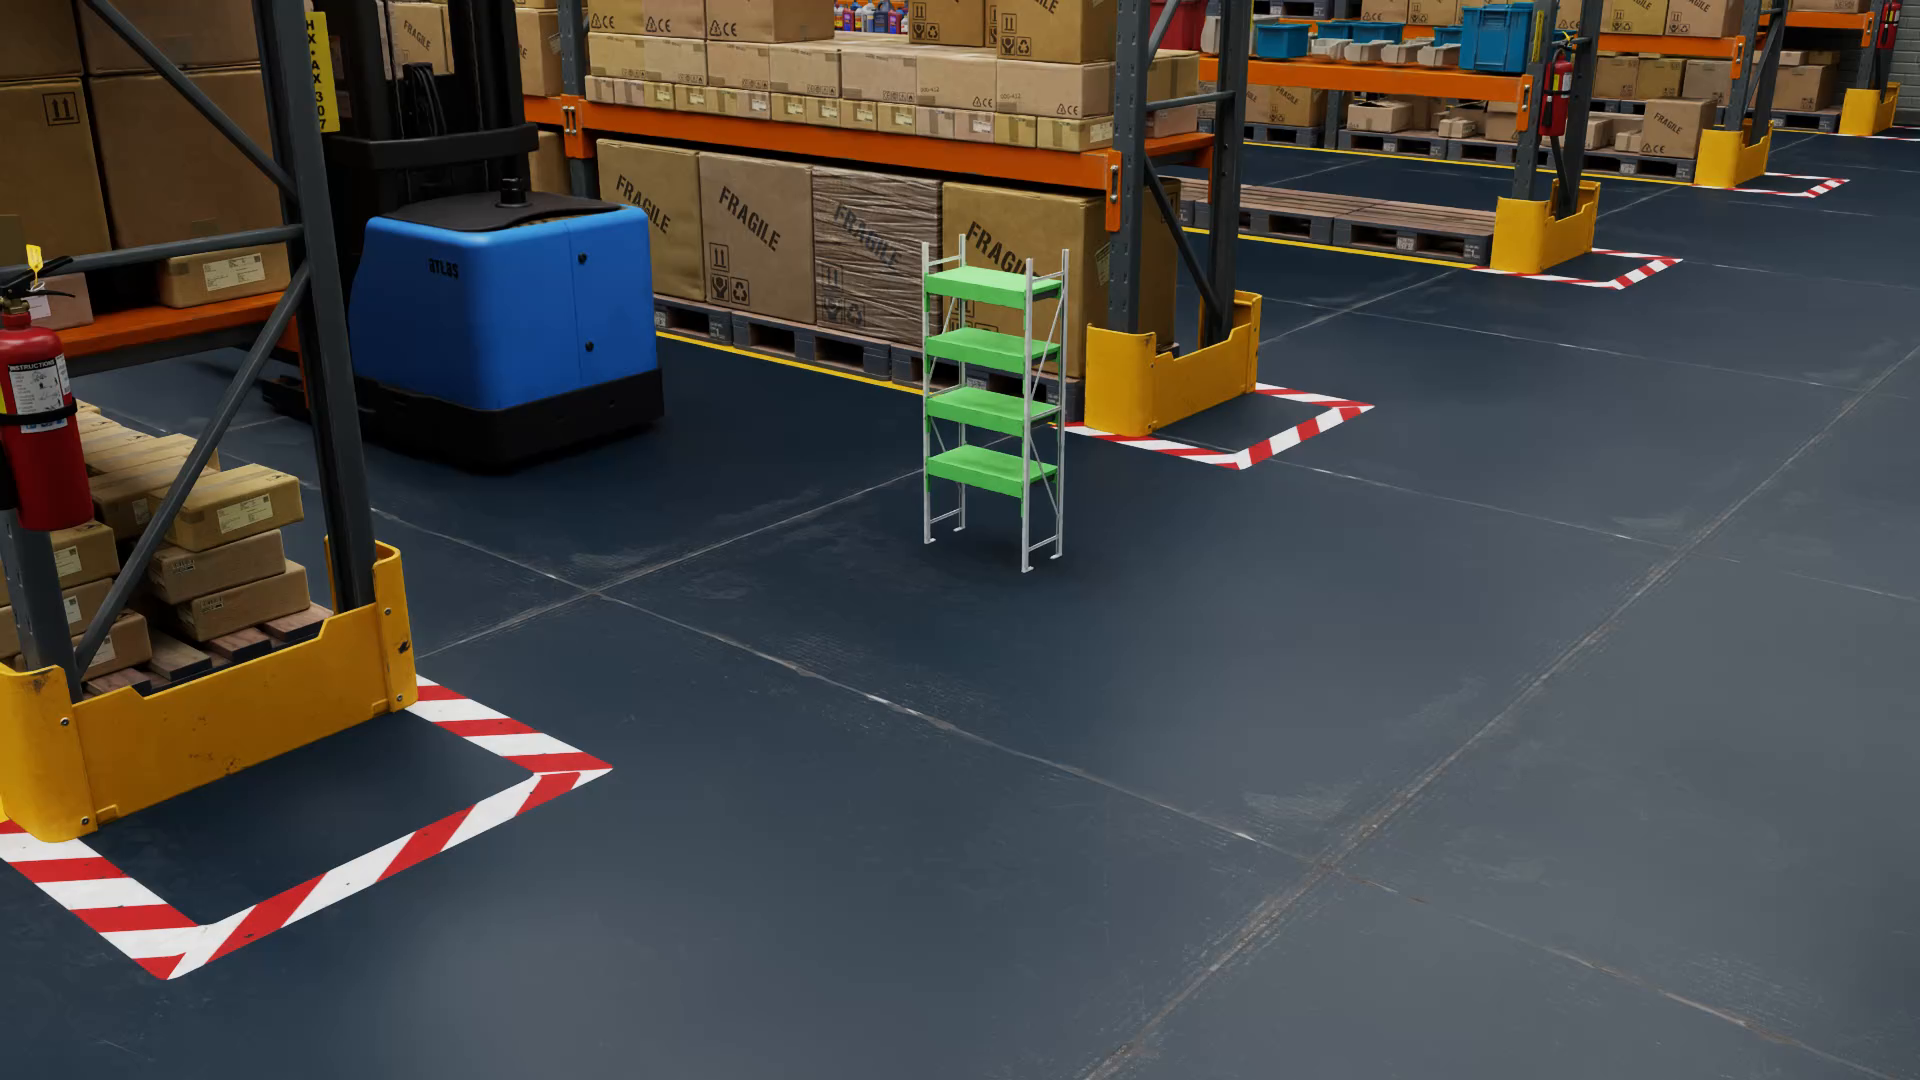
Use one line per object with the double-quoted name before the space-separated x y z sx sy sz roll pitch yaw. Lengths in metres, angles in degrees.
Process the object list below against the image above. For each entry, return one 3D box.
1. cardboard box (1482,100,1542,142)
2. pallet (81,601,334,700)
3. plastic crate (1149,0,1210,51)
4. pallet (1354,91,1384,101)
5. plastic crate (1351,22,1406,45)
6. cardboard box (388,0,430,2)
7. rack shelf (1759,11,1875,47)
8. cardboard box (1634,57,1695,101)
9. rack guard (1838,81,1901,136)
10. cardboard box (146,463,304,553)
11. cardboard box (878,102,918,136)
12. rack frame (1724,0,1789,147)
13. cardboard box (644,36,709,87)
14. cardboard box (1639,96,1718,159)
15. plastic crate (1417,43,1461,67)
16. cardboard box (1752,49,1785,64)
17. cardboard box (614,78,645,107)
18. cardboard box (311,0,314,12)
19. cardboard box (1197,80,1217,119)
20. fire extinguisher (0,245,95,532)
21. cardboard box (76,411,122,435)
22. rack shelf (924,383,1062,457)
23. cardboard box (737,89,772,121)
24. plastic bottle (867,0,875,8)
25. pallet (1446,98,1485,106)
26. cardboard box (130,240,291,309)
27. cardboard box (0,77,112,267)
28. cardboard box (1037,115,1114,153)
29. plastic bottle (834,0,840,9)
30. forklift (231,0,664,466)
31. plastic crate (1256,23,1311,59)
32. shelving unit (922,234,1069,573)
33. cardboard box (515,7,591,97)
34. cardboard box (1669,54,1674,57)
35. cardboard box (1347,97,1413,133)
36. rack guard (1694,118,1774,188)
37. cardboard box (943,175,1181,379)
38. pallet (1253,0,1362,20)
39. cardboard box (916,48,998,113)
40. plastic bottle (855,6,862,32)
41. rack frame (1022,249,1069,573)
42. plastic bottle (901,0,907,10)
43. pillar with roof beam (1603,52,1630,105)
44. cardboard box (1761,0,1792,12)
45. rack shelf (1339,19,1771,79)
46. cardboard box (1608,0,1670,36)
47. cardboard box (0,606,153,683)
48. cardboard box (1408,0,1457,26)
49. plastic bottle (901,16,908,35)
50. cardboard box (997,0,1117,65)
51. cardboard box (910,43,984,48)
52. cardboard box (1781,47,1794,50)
"cardboard box" 5.693 -4.309 16.757 0.637 0.503 0.797 16 26 36
"pallet" -2.814 0.341 5.465 1.213 0.211 1.003 16 26 36
"plastic crate" 1.632 -4.126 13.182 0.583 0.464 0.402 16 26 36
"pallet" 5.769 -6.163 22.711 1.213 0.211 1.003 16 26 36
"plastic crate" 3.195 -3.832 12.730 0.300 0.233 0.416 16 26 36
"cardboard box" -3.548 -3.929 11.271 0.637 0.503 0.797 17 27 38
"rack shelf" 8.913 -6.261 20.039 4.000 0.370 1.077 16 26 36
"cardboard box" 8.661 -5.648 20.341 0.500 0.500 0.700 17 26 37
"rack guard" 10.481 -4.976 19.156 0.348 0.500 1.175 16 26 36
"cardboard box" -2.339 -0.106 5.301 0.250 0.149 0.380 15 25 34
"cardboard box" -0.210 -2.188 8.576 0.250 0.149 0.380 15 26 35
"rack frame" 7.333 -4.796 15.136 0.127 3.000 1.000 16 26 36
"cardboard box" -1.452 -2.762 9.532 0.500 0.250 0.500 16 26 36
"cardboard box" 6.756 -3.886 15.642 0.500 0.500 0.500 16 26 36
"plastic crate" 3.452 -3.480 11.934 0.243 0.136 0.396 16 26 36
"cardboard box" 9.444 -5.646 19.418 0.250 0.149 0.380 17 26 38
"cardboard box" -1.810 -2.648 9.796 0.250 0.149 0.380 15 25 35
"cardboard box" -4.127 -3.510 11.583 0.500 0.500 0.500 16 26 35
"cardboard box" 2.905 -4.981 18.545 0.500 0.500 0.500 16 26 37
"fire extinguisher" -2.245 -0.363 4.017 0.183 0.674 0.296 16 26 36
"cardboard box" -3.196 -0.324 5.877 0.250 0.149 0.380 17 27 38
"rack shelf" 0.128 -0.465 6.381 0.480 0.148 0.258 16 26 36
"cardboard box" -1.009 -2.418 9.185 0.250 0.149 0.380 16 26 37
"plastic bottle" -0.858 -5.025 15.925 0.097 0.271 0.097 0 21 0
"pallet" 6.718 -5.890 21.989 1.213 0.211 1.003 16 26 36
"cardboard box" -2.192 -0.800 4.895 0.250 0.149 0.380 16 26 36
"cardboard box" -2.659 -0.972 4.430 0.500 0.500 0.500 17 26 37
"cardboard box" 0.582 -1.961 7.973 0.250 0.149 0.380 17 26 37
"plastic bottle" -1.238 -5.148 16.234 0.133 0.283 0.061 16 26 36
"forklift" -2.898 -2.110 8.110 3.031 2.935 1.130 16 26 36
"plastic crate" 2.445 -3.781 12.595 0.300 0.233 0.416 16 26 36
"shelving unit" 0.128 -0.524 6.359 0.503 1.200 0.258 16 26 36
"cardboard box" -2.568 -3.058 10.385 0.500 0.500 0.500 16 26 36
"cardboard box" 8.700 -6.034 20.445 0.250 0.149 0.380 16 26 37
"cardboard box" 4.422 -4.484 17.494 0.500 0.311 0.500 16 26 36
"rack guard" 7.274 -3.644 15.622 0.348 0.500 1.175 16 26 36
"cardboard box" 0.520 -1.412 8.578 0.875 0.875 0.875 16 26 36
"pallet" 3.684 -5.807 18.088 1.213 0.211 1.003 16 26 36
"cardboard box" 0.131 -2.307 8.326 0.500 0.250 0.500 16 26 35
"plastic bottle" -0.902 -4.692 15.041 0.097 0.271 0.097 0 21 0
"rack frame" 0.317 -0.470 6.214 0.015 1.200 0.240 16 26 36
"plastic bottle" -0.531 -4.945 15.695 0.133 0.283 0.061 16 26 36
"pillar with roof beam" 5.731 -8.754 17.129 0.400 9.000 9.100 16 26 36
"cardboard box" 9.490 -6.562 19.393 0.700 0.700 0.980 16 26 36
"rack shelf" 5.784 -4.906 16.446 4.000 0.370 1.077 16 26 36
"cardboard box" 6.410 -4.983 15.490 0.500 0.500 0.500 16 26 37
"cardboard box" -2.688 0.321 5.010 0.250 0.149 0.380 17 26 37
"cardboard box" 4.855 -5.434 16.685 0.500 0.500 0.500 17 26 37
"plastic bottle" -0.475 -4.536 14.728 0.097 0.201 0.097 0 21 0
"cardboard box" 0.523 -2.546 7.896 0.500 0.500 0.500 16 26 37
"cardboard box" 0.071 -2.566 9.013 0.500 0.250 0.500 15 25 35
"cardboard box" 9.687 -5.750 19.693 0.250 0.149 0.380 16 26 36
